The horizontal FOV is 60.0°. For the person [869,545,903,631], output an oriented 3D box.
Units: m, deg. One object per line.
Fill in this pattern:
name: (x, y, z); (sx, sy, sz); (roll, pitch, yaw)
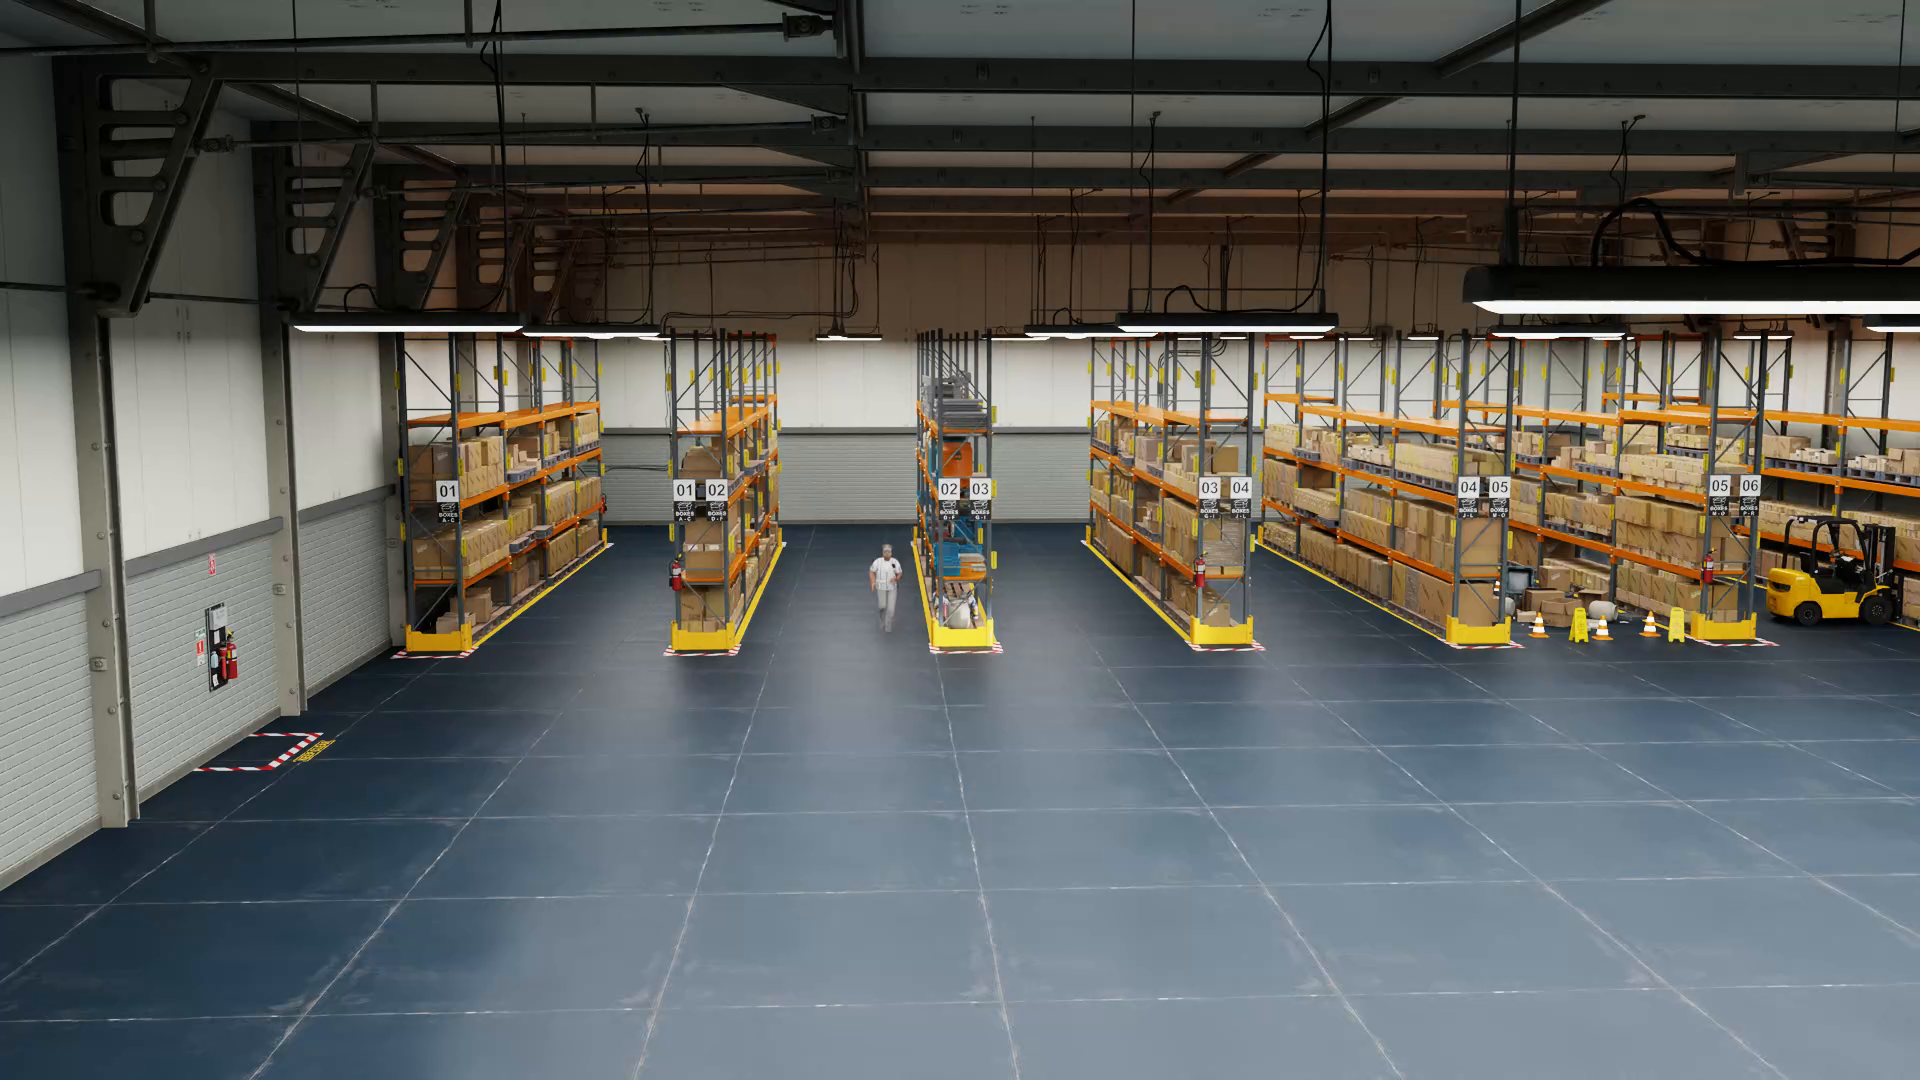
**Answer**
person: (-1.460, 0.957, 33.084); (0.650, 1.743, 0.611); (-1, 7, -8)

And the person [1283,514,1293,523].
person: (9.867, -0.846, 49.226); (0.468, 1.571, 0.807); (6, 9, 41)
